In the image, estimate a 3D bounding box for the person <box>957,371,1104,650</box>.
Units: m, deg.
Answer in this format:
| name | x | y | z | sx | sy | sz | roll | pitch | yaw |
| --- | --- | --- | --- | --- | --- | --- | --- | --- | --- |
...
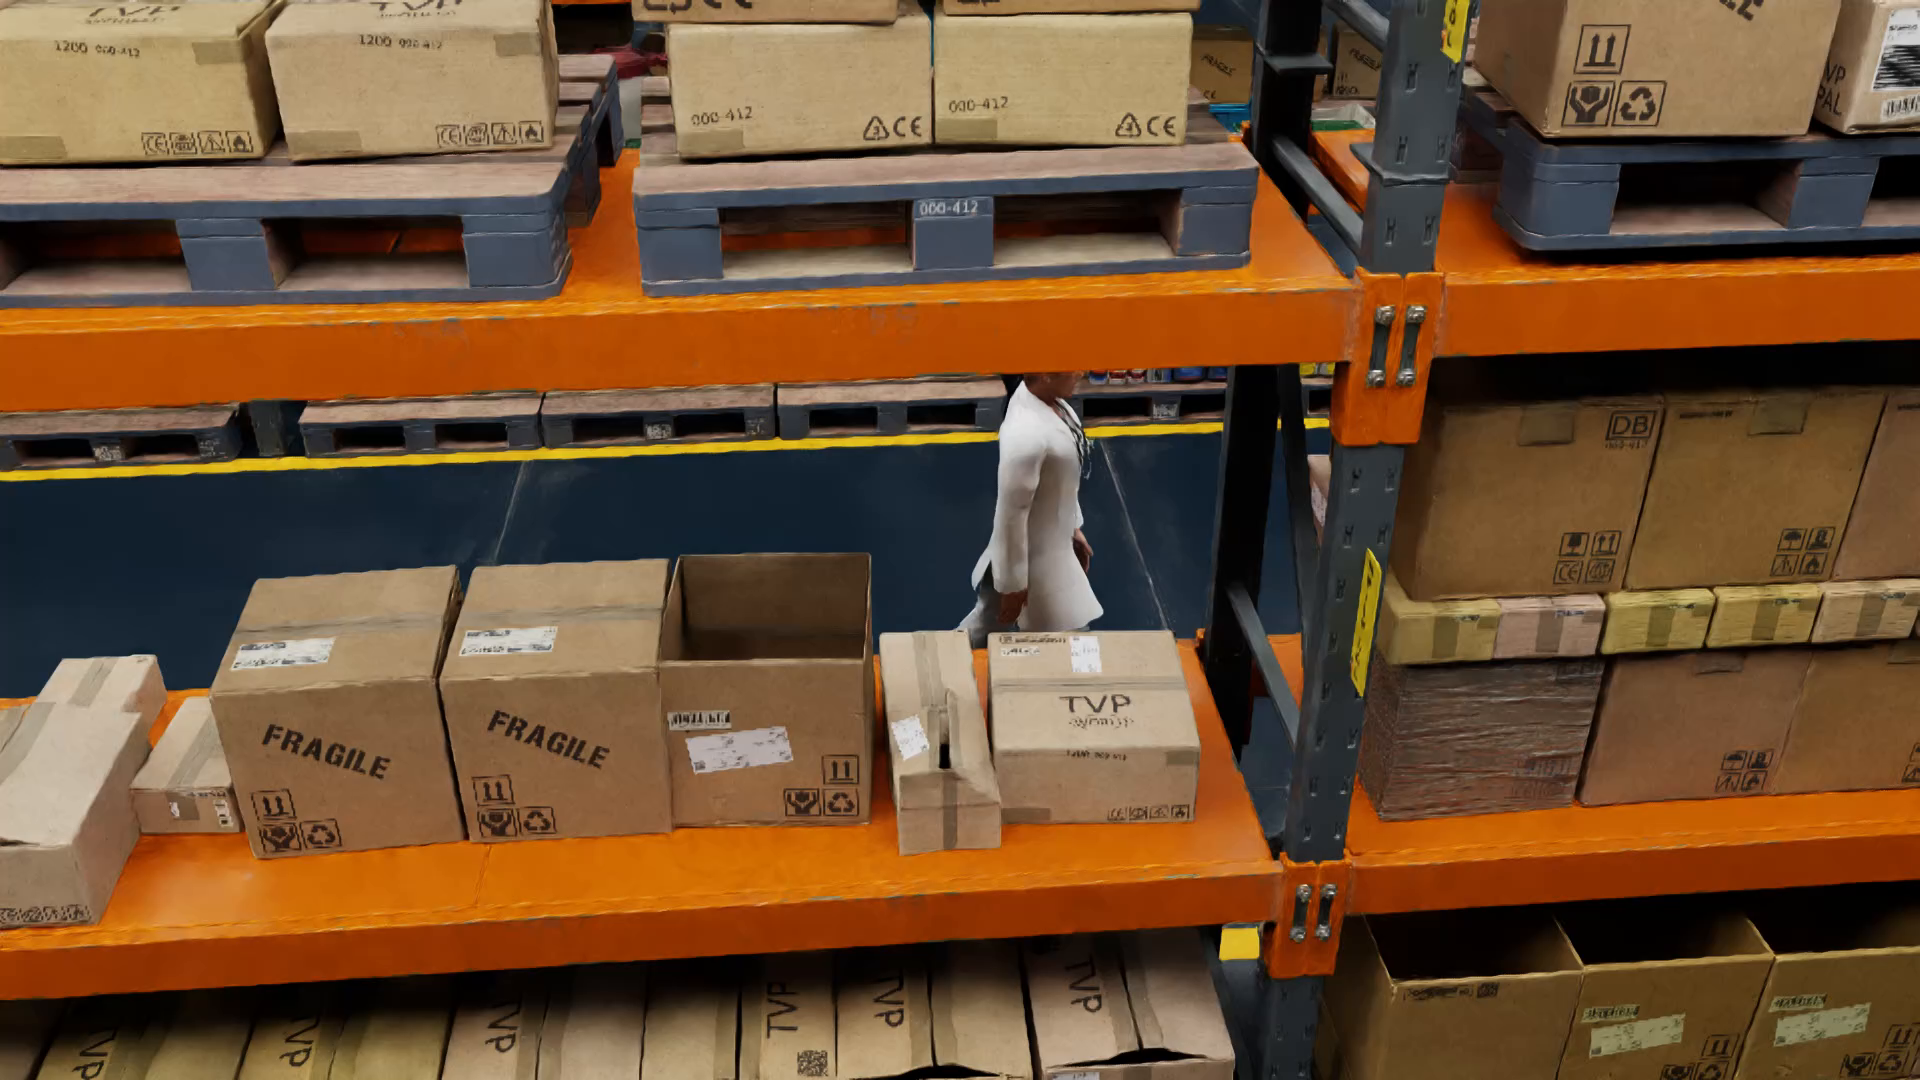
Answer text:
| name | x | y | z | sx | sy | sz | roll | pitch | yaw |
| --- | --- | --- | --- | --- | --- | --- | --- | --- | --- |
| person | 0.270 | 0.089 | 6.104 | 0.866 | 1.659 | 0.623 | 2 | 31 | 4 |
